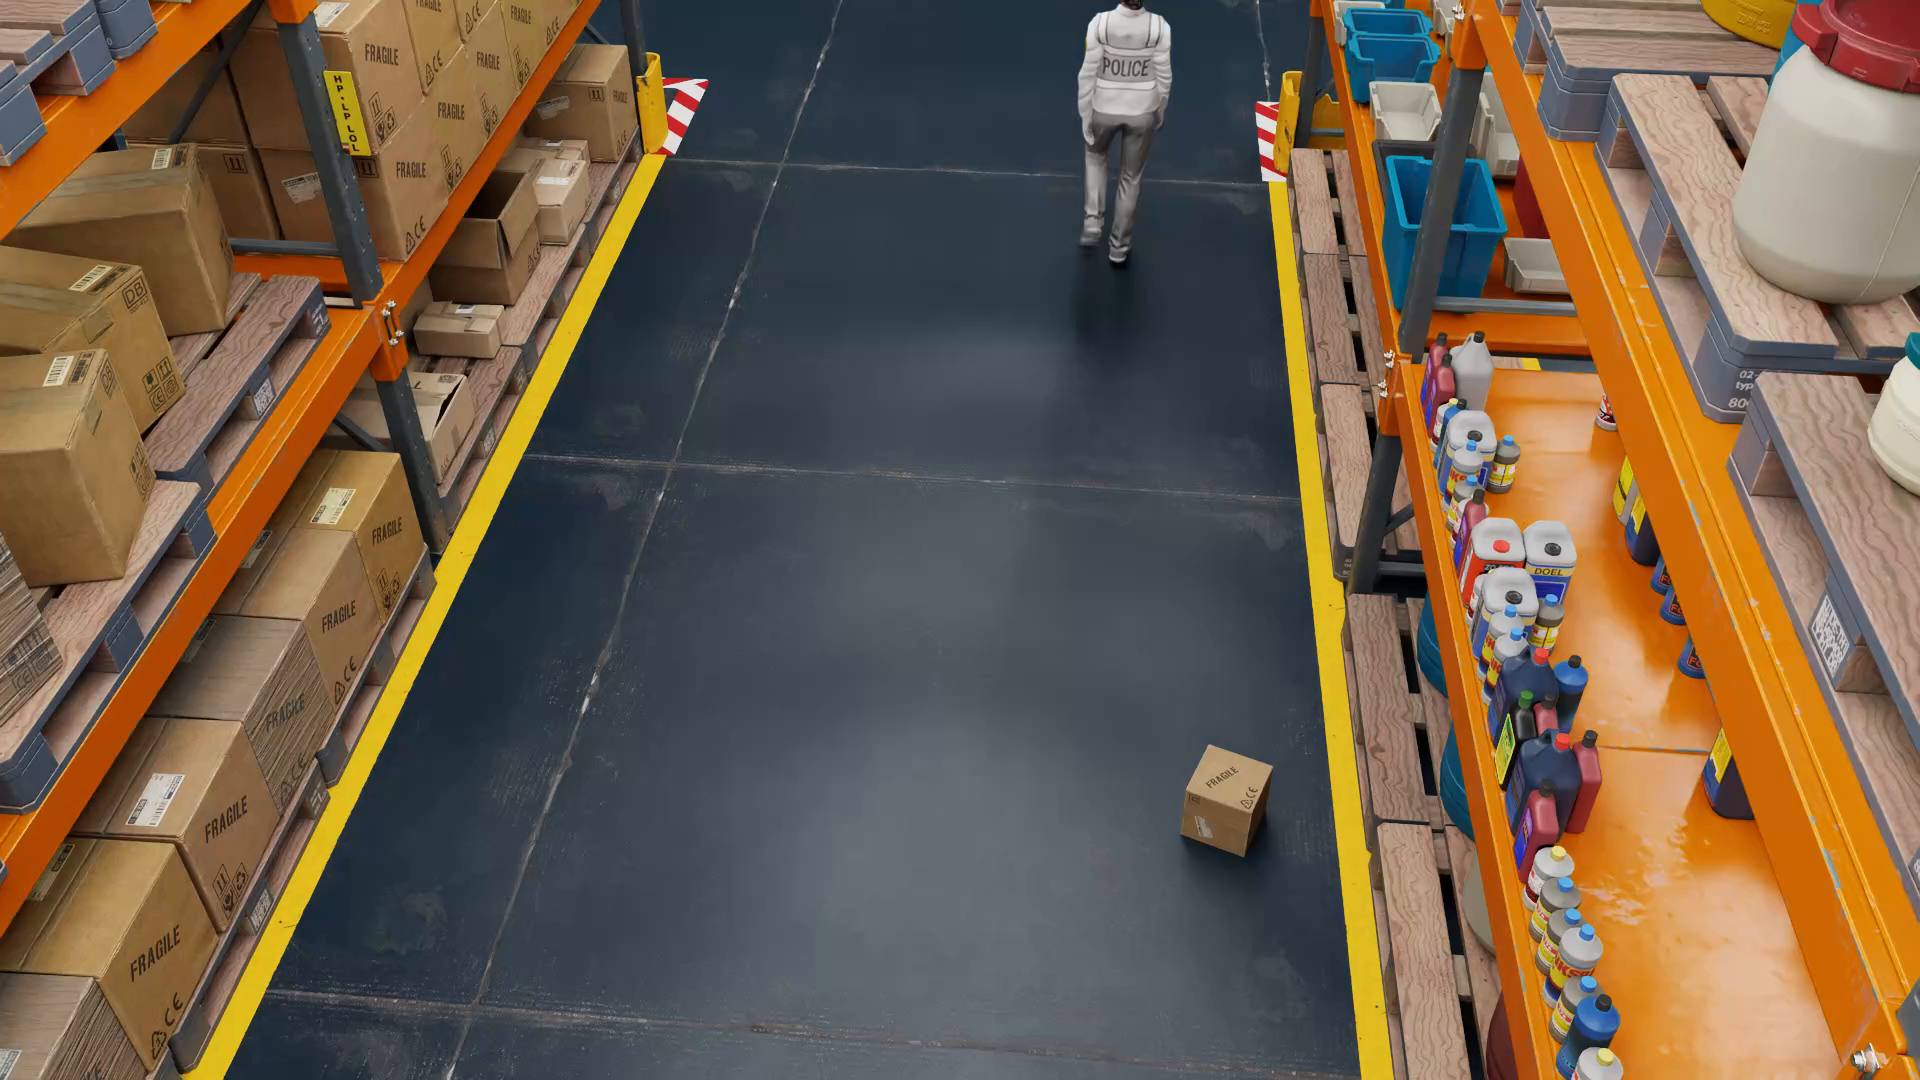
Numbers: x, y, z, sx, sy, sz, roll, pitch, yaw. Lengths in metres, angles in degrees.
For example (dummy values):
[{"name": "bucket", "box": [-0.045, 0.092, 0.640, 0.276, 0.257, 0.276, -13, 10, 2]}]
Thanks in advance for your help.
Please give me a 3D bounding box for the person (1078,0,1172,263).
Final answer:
[{"name": "person", "box": [0.866, -2.275, 8.795, 0.482, 1.706, 0.438, 6, 41, 8]}]
